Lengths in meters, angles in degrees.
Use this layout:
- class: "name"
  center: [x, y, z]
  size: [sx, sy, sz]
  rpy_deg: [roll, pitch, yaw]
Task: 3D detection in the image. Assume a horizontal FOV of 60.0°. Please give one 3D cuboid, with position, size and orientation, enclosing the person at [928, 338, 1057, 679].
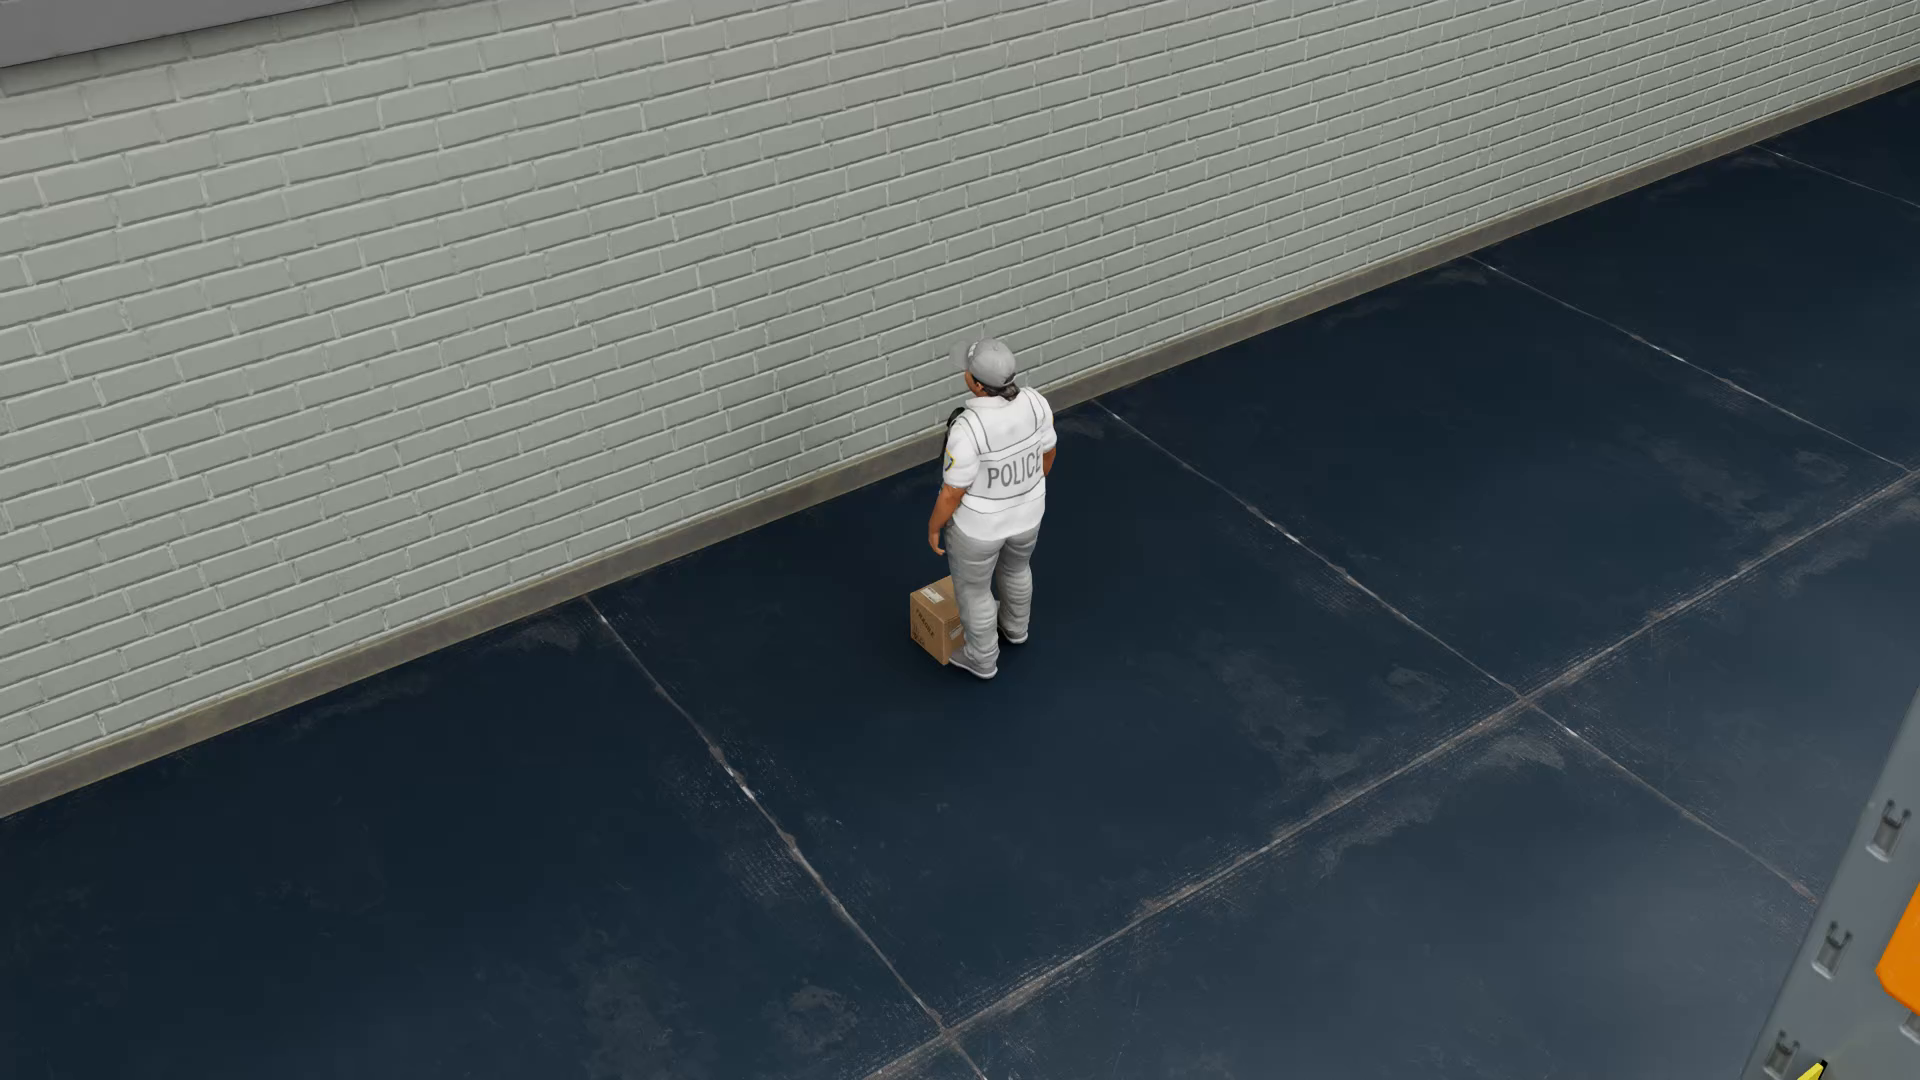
- class: "person"
  center: [0.096, -0.149, 6.829]
  size: [0.598, 1.670, 0.529]
  rpy_deg: [-23, 42, -27]
